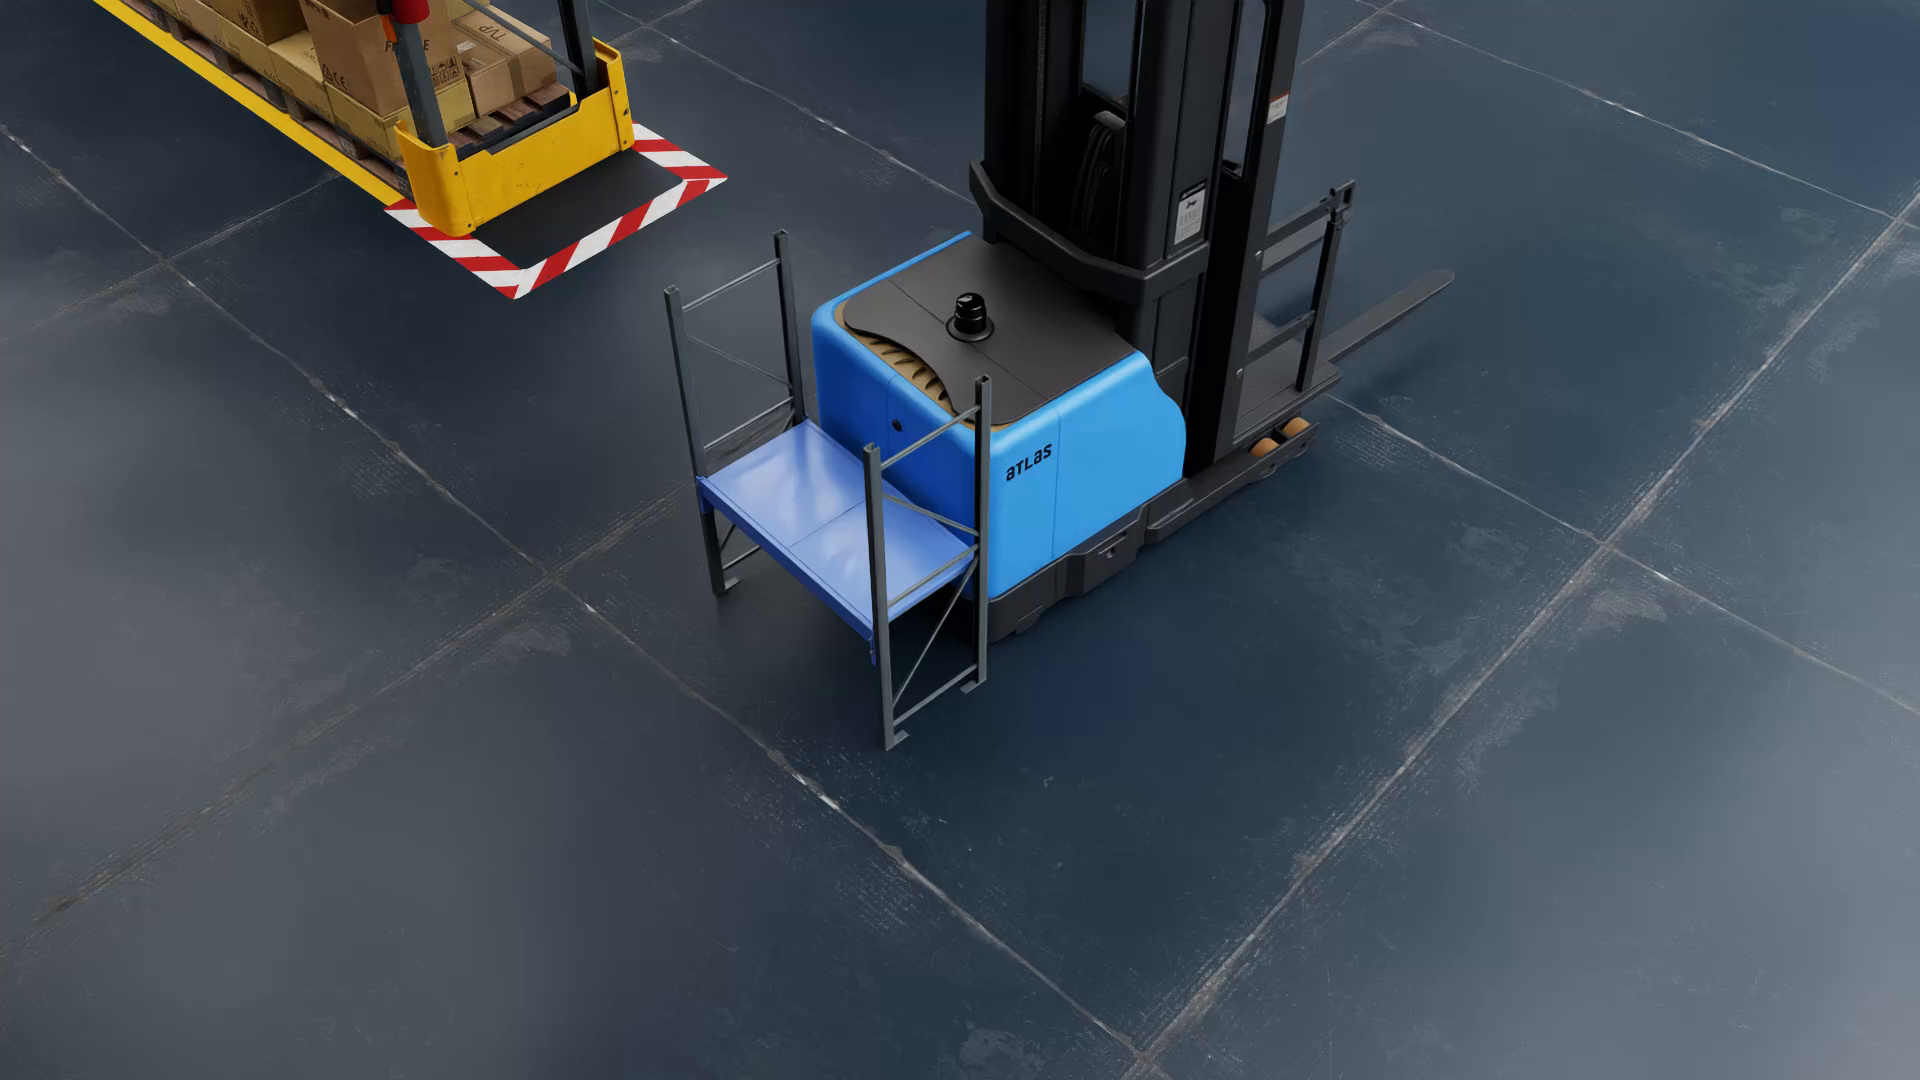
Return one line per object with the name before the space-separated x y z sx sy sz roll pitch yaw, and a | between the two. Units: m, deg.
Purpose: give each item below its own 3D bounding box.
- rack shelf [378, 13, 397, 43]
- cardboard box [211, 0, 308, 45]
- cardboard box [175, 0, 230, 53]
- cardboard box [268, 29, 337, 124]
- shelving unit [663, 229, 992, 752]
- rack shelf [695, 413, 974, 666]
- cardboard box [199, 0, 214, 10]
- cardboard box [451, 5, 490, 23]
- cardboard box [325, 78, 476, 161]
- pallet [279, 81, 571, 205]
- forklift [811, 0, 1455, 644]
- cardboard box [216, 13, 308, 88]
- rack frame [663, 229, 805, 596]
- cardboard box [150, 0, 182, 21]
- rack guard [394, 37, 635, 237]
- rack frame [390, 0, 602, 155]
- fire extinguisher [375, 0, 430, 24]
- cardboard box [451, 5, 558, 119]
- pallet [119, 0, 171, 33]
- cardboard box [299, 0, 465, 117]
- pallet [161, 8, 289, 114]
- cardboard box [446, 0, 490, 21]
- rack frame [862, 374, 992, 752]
rack shelf | -3.685 -3.641 8.604 4.000 0.370 1.077 34 55 28
cardboard box | -3.556 -2.950 8.546 0.500 0.500 0.500 34 55 28
cardboard box | -3.921 -2.943 9.054 0.500 0.250 0.500 34 55 28
cardboard box | -3.186 -2.449 8.589 0.500 0.250 0.500 34 55 28
shelving unit | -0.438 -0.148 5.860 0.538 1.500 1.048 -34 55 -27
rack shelf | -0.438 -0.025 5.992 0.538 0.185 1.000 -34 55 -27
cardboard box | -3.923 -3.198 8.779 0.500 0.500 0.500 34 55 28
cardboard box | -2.829 -2.730 8.854 0.500 0.250 0.500 34 55 28
cardboard box | -2.810 -2.208 8.363 0.500 0.250 0.500 34 55 28
pallet | -2.806 -2.300 8.764 1.213 0.211 1.003 34 55 28
forklift | 0.889 -1.532 6.178 3.031 2.935 1.130 -32 54 -26
cardboard box | -3.554 -2.695 8.821 0.500 0.250 0.500 34 55 28
rack frame | -0.780 -0.422 6.118 0.500 1.500 0.032 -34 55 -27
cardboard box | -4.292 -3.187 9.283 0.500 0.250 0.500 34 55 28
rack guard | -2.198 -2.031 8.314 0.348 0.500 1.175 34 55 28
rack frame | -2.216 -2.898 7.414 0.127 3.000 1.000 34 55 28
fire extinguisher | -2.444 -2.565 7.153 0.183 0.674 0.296 34 55 28
cardboard box | -2.459 -2.485 8.624 0.500 0.250 0.500 34 55 28
pallet | -4.599 -3.506 9.897 1.213 0.211 1.003 34 55 28
cardboard box | -2.812 -2.463 8.089 0.500 0.500 0.500 34 55 28
pallet | -3.698 -2.903 9.331 1.213 0.211 1.003 34 55 28
cardboard box | -2.828 -2.988 8.582 0.500 0.500 0.500 34 55 28
rack frame | -0.096 0.126 5.603 0.500 1.500 0.032 -34 55 -27
